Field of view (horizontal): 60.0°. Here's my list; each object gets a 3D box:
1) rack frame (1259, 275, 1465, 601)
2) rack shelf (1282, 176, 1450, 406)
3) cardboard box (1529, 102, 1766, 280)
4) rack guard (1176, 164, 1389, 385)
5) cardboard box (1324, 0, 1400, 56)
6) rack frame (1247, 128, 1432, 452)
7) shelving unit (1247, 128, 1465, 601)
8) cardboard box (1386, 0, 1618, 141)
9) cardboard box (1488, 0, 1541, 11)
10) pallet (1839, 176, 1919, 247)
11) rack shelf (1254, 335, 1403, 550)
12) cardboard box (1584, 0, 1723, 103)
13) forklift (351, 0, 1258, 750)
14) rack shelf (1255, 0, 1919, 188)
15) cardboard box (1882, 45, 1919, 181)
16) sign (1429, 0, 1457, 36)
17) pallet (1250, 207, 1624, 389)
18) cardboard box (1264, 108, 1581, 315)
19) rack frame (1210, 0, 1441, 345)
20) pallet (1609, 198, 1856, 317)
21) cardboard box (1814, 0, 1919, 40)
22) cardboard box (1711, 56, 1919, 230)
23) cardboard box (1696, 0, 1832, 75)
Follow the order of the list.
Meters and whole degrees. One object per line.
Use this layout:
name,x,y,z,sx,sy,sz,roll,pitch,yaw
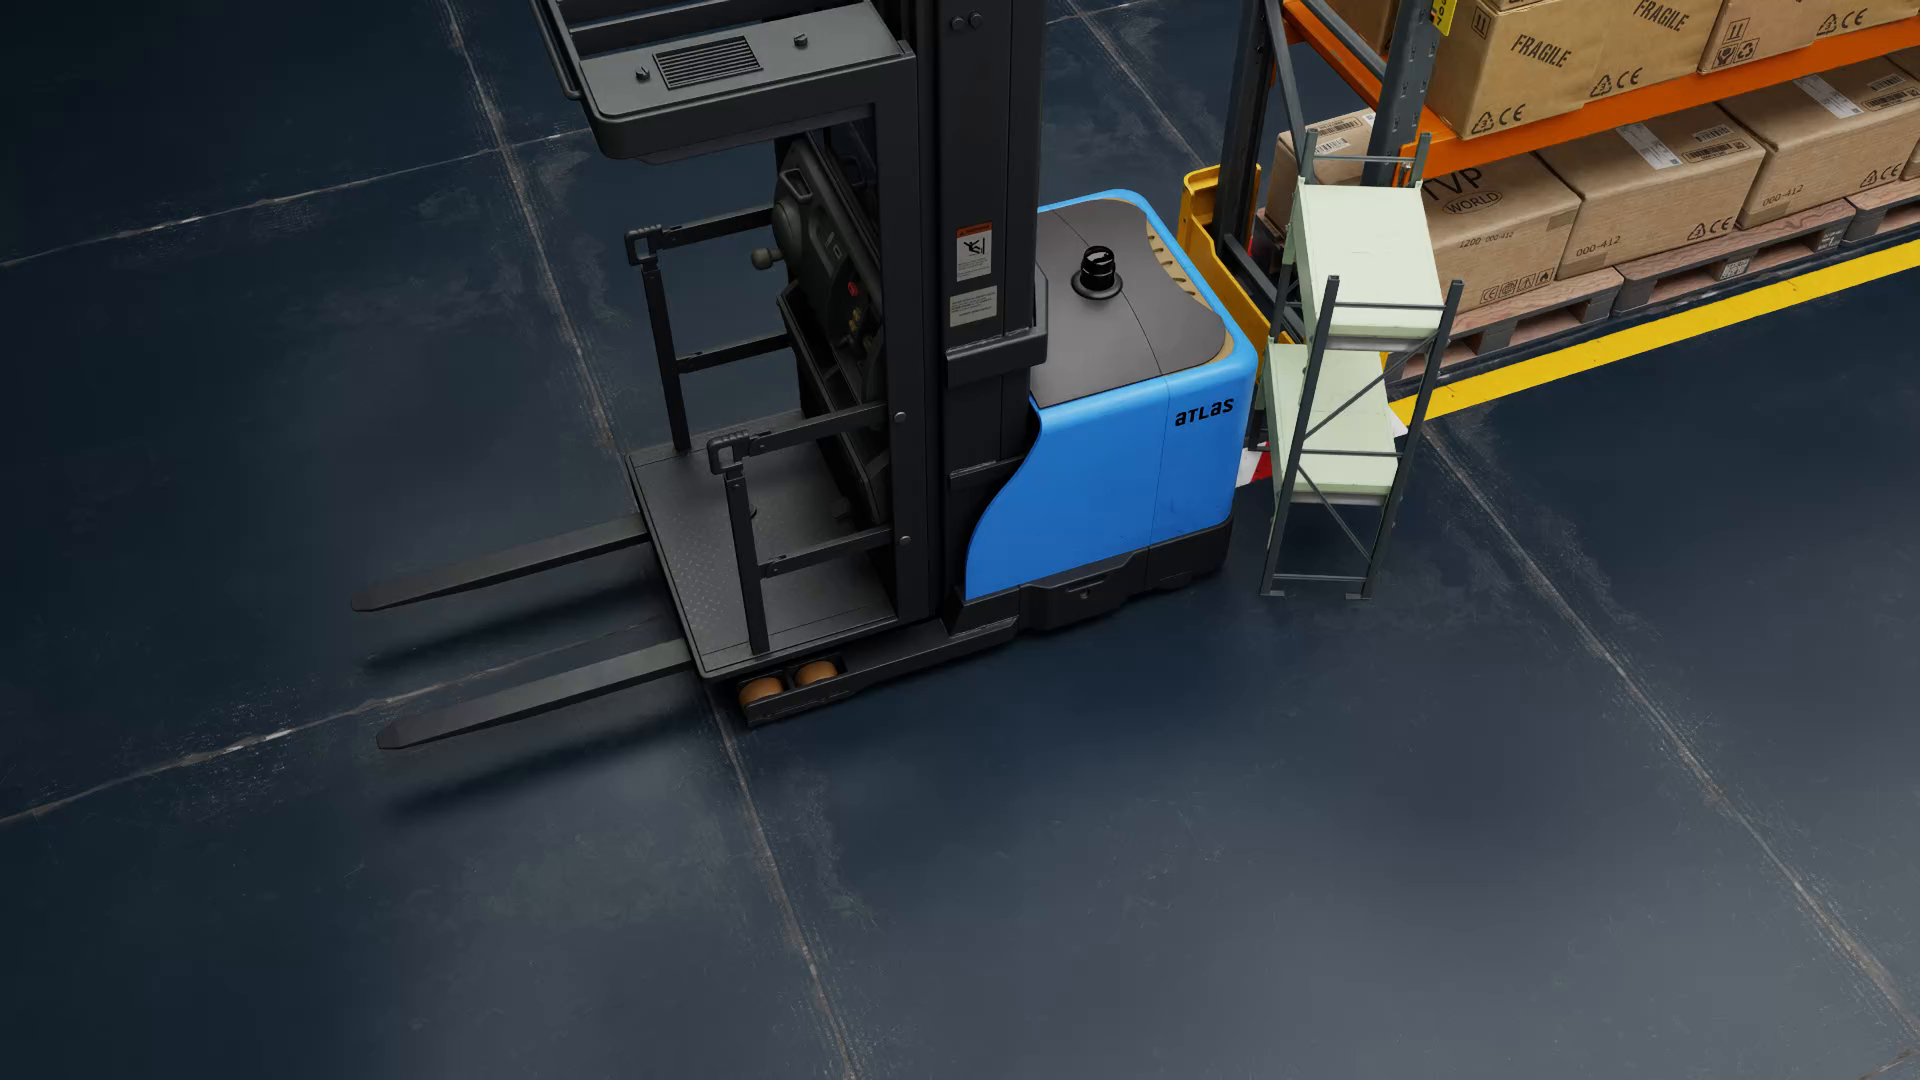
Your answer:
rack frame,1.295,-0.285,5.506,0.400,1.500,0.023,2,49,2
rack shelf,1.315,-0.816,5.448,0.431,0.370,0.720,2,49,2
cardboard box,2.724,-1.636,7.090,0.875,0.438,0.875,-16,51,-13
rack guard,1.285,-0.984,6.766,0.348,0.500,1.175,-17,52,-14
cardboard box,1.653,-2.162,6.064,0.500,0.500,0.500,-17,51,-14
rack frame,1.334,-0.839,5.982,0.400,1.500,0.023,2,49,2
shelving unit,1.315,-0.562,5.744,0.431,1.500,0.755,2,49,2
cardboard box,1.860,-1.774,5.731,0.500,0.500,0.500,-18,52,-15
cardboard box,1.859,-2.102,5.353,0.500,0.500,0.500,-18,52,-15
pallet,4.276,-1.881,7.727,1.213,0.211,1.003,-17,52,-14
rack shelf,1.315,-0.350,5.991,0.431,0.370,0.720,2,49,2
cardboard box,2.317,-1.939,5.872,0.500,0.500,0.500,-18,52,-15
forklift,-0.587,-0.784,4.991,3.031,2.935,1.130,-16,51,-14
rack shelf,3.158,-2.145,6.589,4.000,0.370,1.077,-17,52,-14
cardboard box,4.388,-2.150,7.532,0.875,0.438,0.875,-18,52,-15
sign,1.511,-1.722,5.129,0.005,0.325,0.100,-17,52,-14
pallet,2.017,-1.181,7.126,1.213,0.211,1.003,-17,52,-14
cardboard box,1.880,-1.367,6.859,0.875,0.438,0.875,-19,52,-15
rack frame,1.307,-1.806,5.823,0.127,3.000,1.000,-17,52,-14
pallet,3.145,-1.529,7.424,1.213,0.211,1.003,-17,52,-14
cardboard box,3.253,-2.228,6.120,0.500,0.500,0.500,-16,51,-13
cardboard box,3.559,-1.893,7.311,0.875,0.438,0.875,-19,52,-15
cardboard box,2.795,-2.072,5.986,0.500,0.500,0.500,-17,52,-14
